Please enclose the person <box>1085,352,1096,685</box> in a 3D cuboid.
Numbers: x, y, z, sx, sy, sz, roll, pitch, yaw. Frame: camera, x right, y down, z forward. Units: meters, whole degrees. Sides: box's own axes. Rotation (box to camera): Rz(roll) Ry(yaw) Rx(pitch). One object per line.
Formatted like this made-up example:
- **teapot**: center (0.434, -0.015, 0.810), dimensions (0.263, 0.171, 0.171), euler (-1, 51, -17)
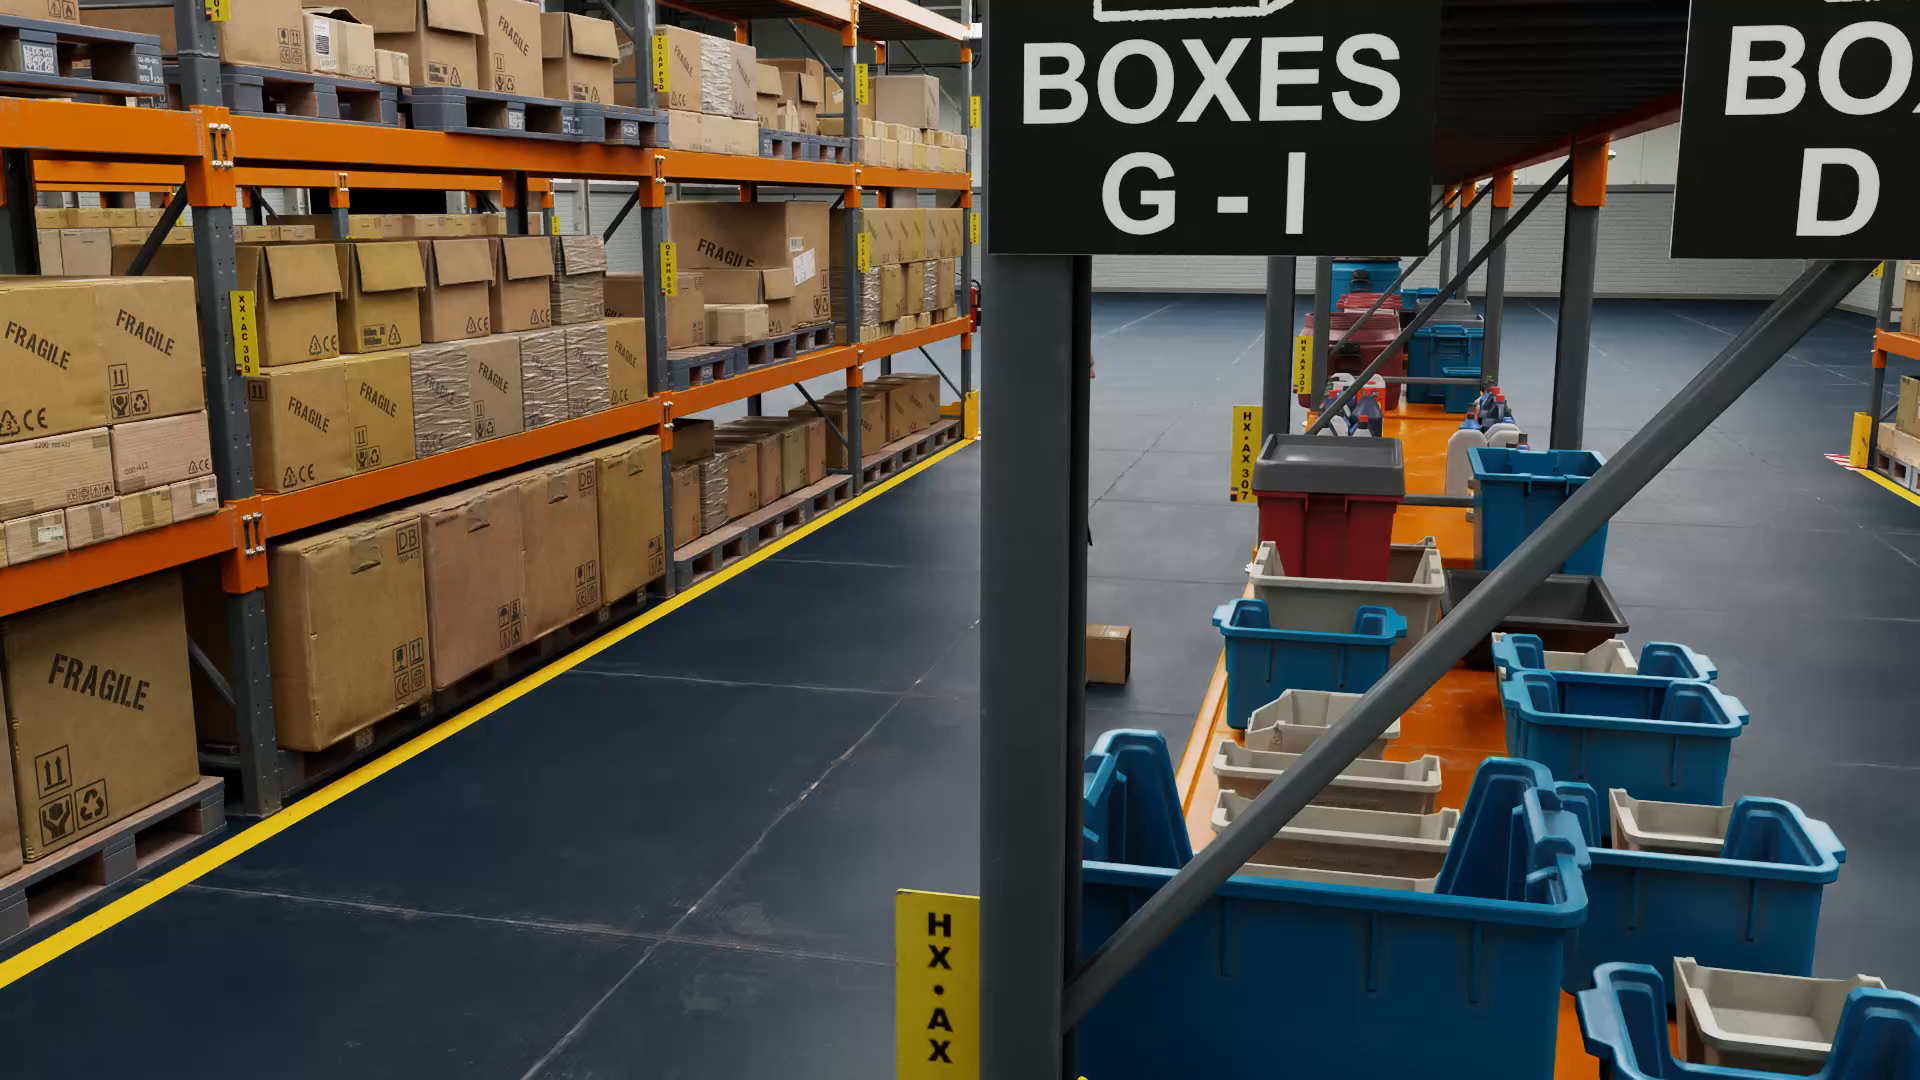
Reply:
- **person**: center (0.529, -0.154, 8.756), dimensions (0.416, 1.774, 0.654), euler (3, 12, 12)
